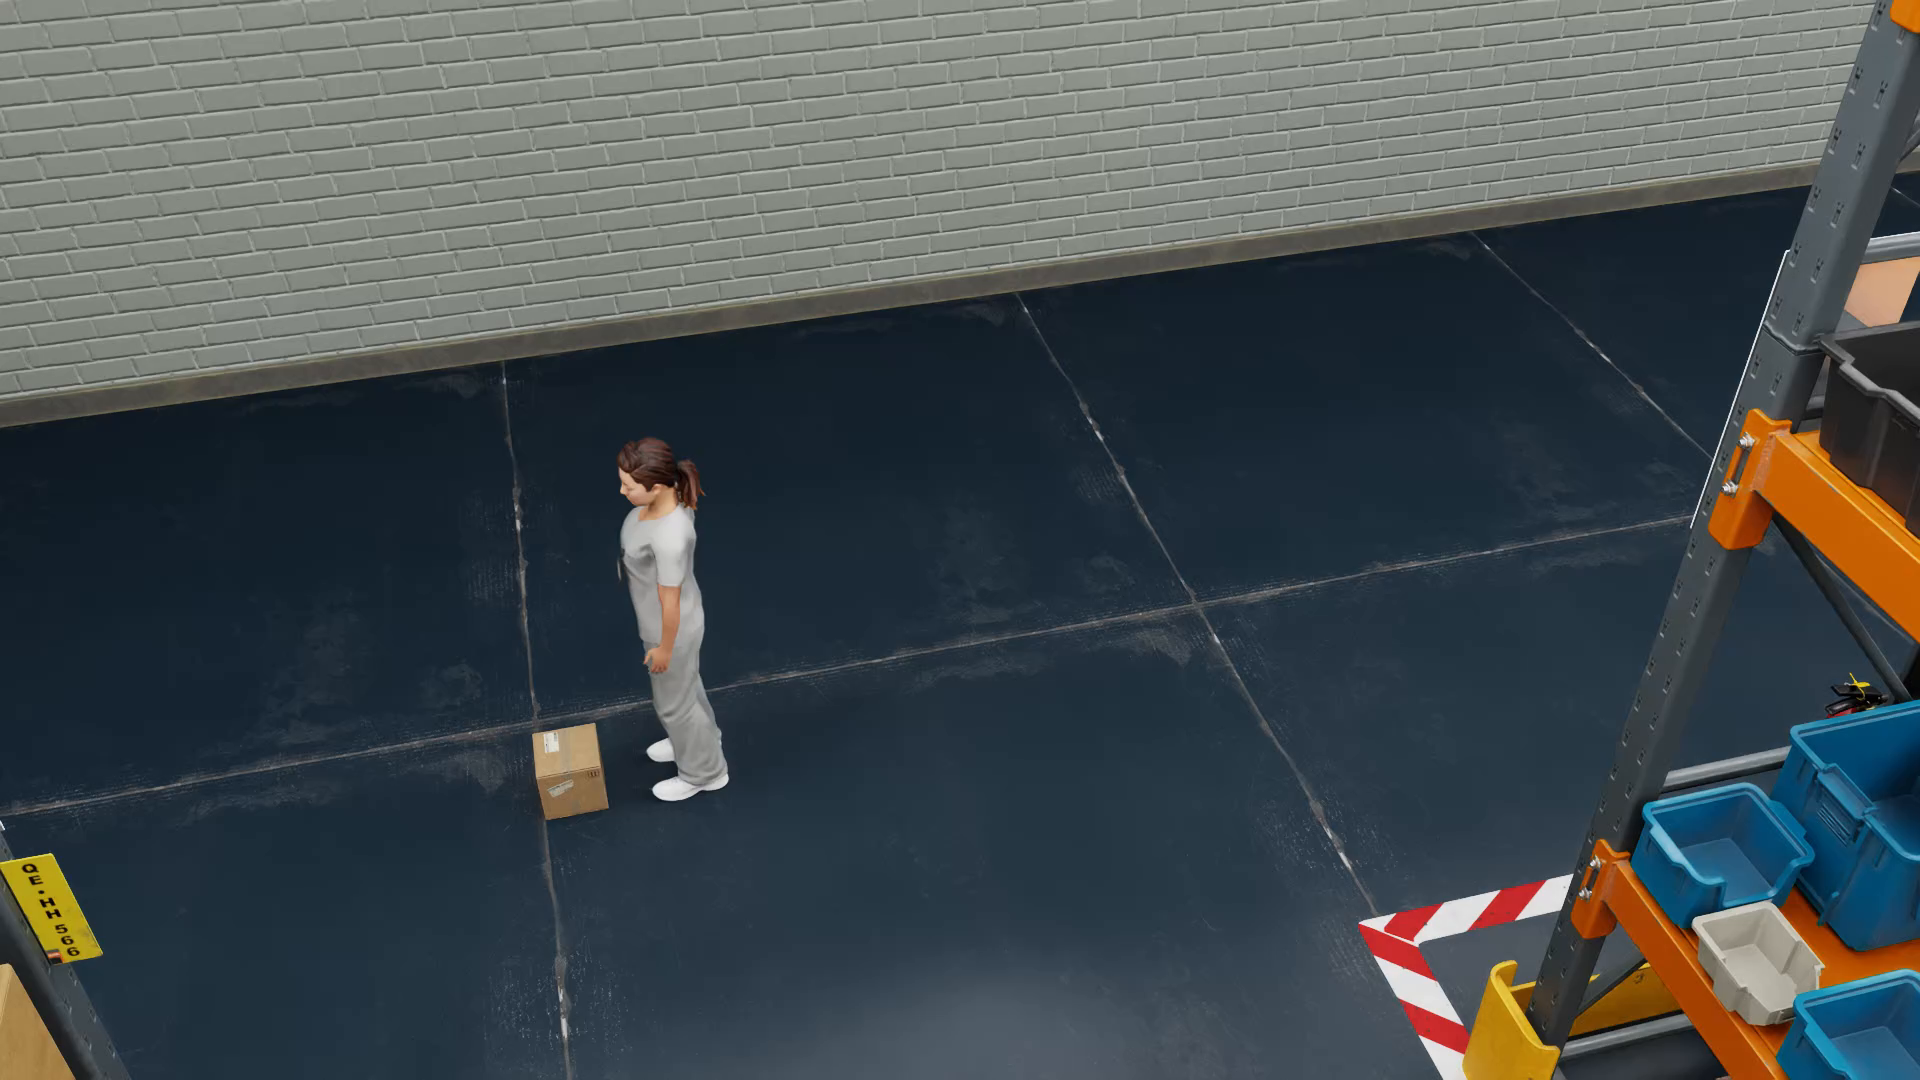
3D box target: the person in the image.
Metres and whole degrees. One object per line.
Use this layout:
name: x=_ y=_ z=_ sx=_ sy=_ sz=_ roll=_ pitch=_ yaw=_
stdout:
person: x=-1.091 y=0.306 z=6.333 sx=0.361 sy=1.673 sz=0.440 roll=-9 pitch=39 yaw=-11
